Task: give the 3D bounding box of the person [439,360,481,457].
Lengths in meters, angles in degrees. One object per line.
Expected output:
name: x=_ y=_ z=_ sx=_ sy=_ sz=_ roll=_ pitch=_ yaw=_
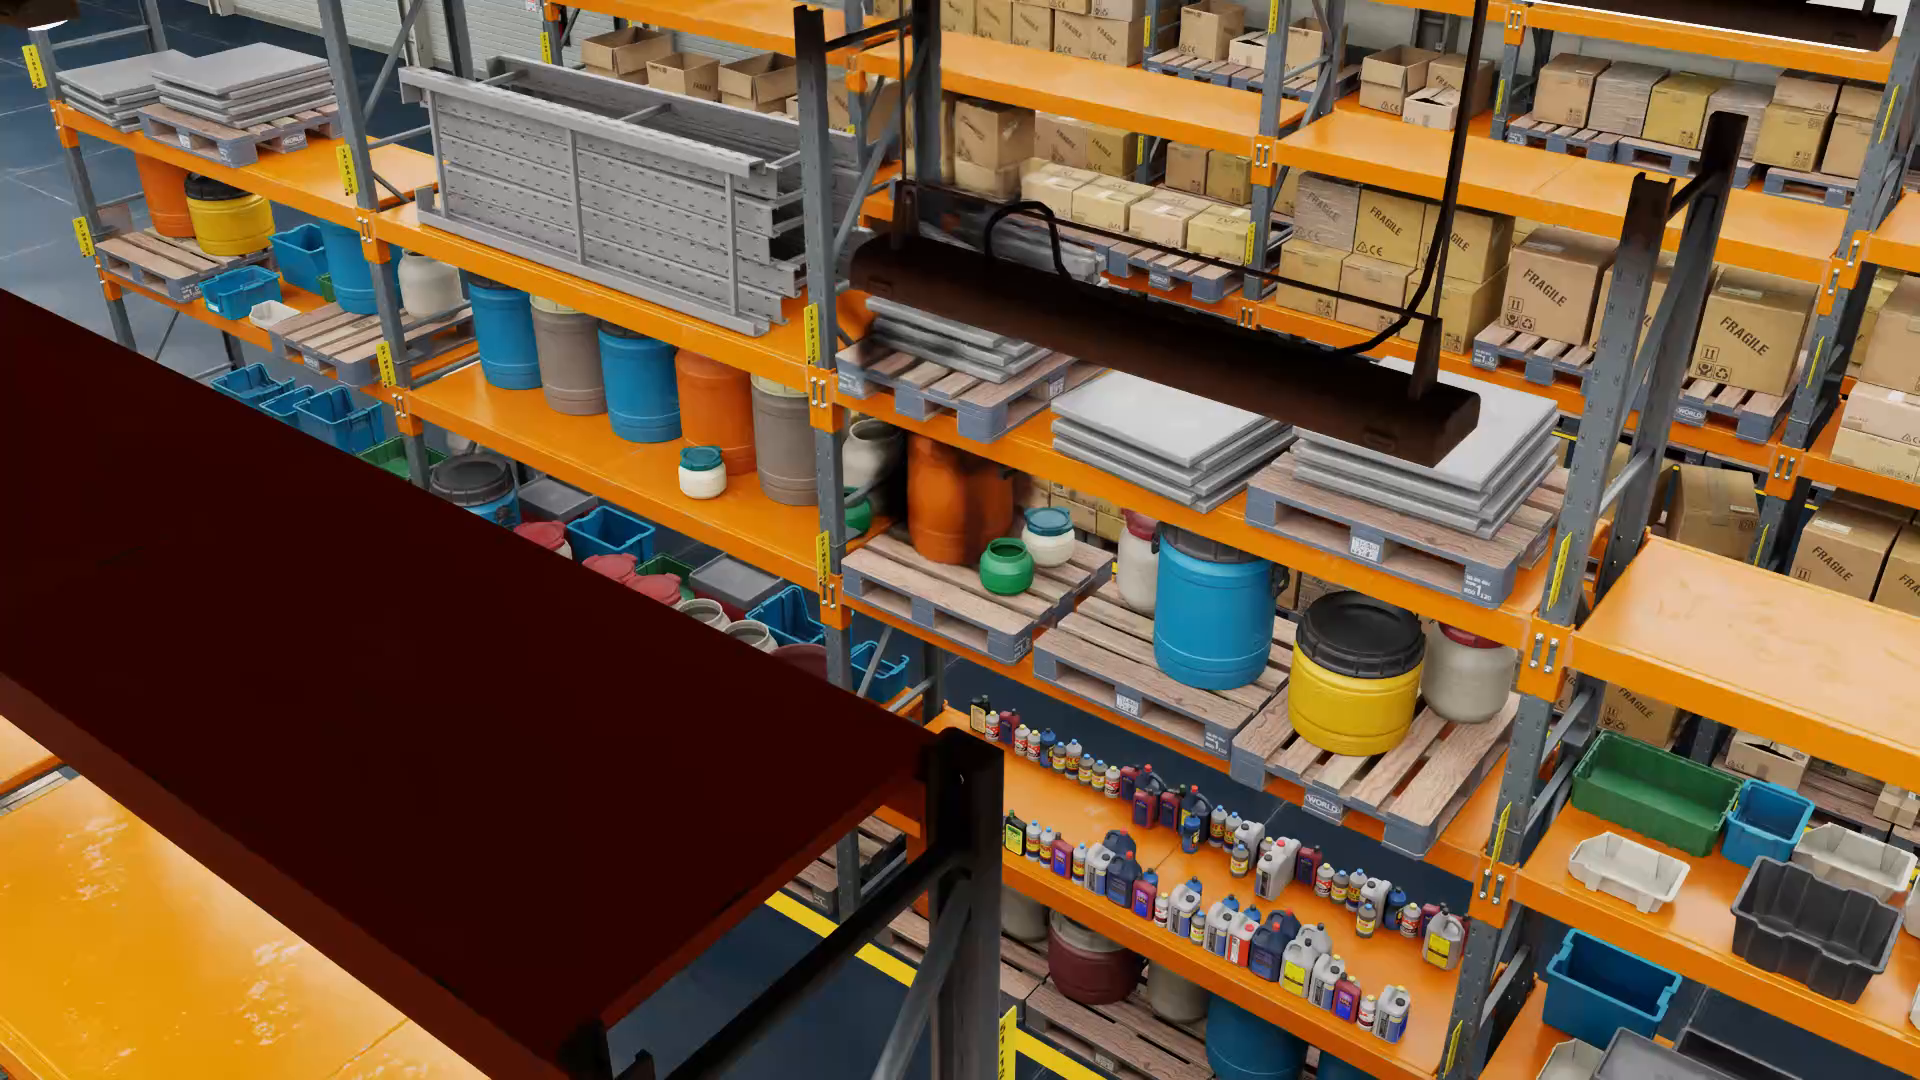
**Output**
person: x=-4.537 y=-1.144 z=15.464 sx=0.807 sy=1.751 sz=0.725 roll=14 pitch=34 yaw=22
